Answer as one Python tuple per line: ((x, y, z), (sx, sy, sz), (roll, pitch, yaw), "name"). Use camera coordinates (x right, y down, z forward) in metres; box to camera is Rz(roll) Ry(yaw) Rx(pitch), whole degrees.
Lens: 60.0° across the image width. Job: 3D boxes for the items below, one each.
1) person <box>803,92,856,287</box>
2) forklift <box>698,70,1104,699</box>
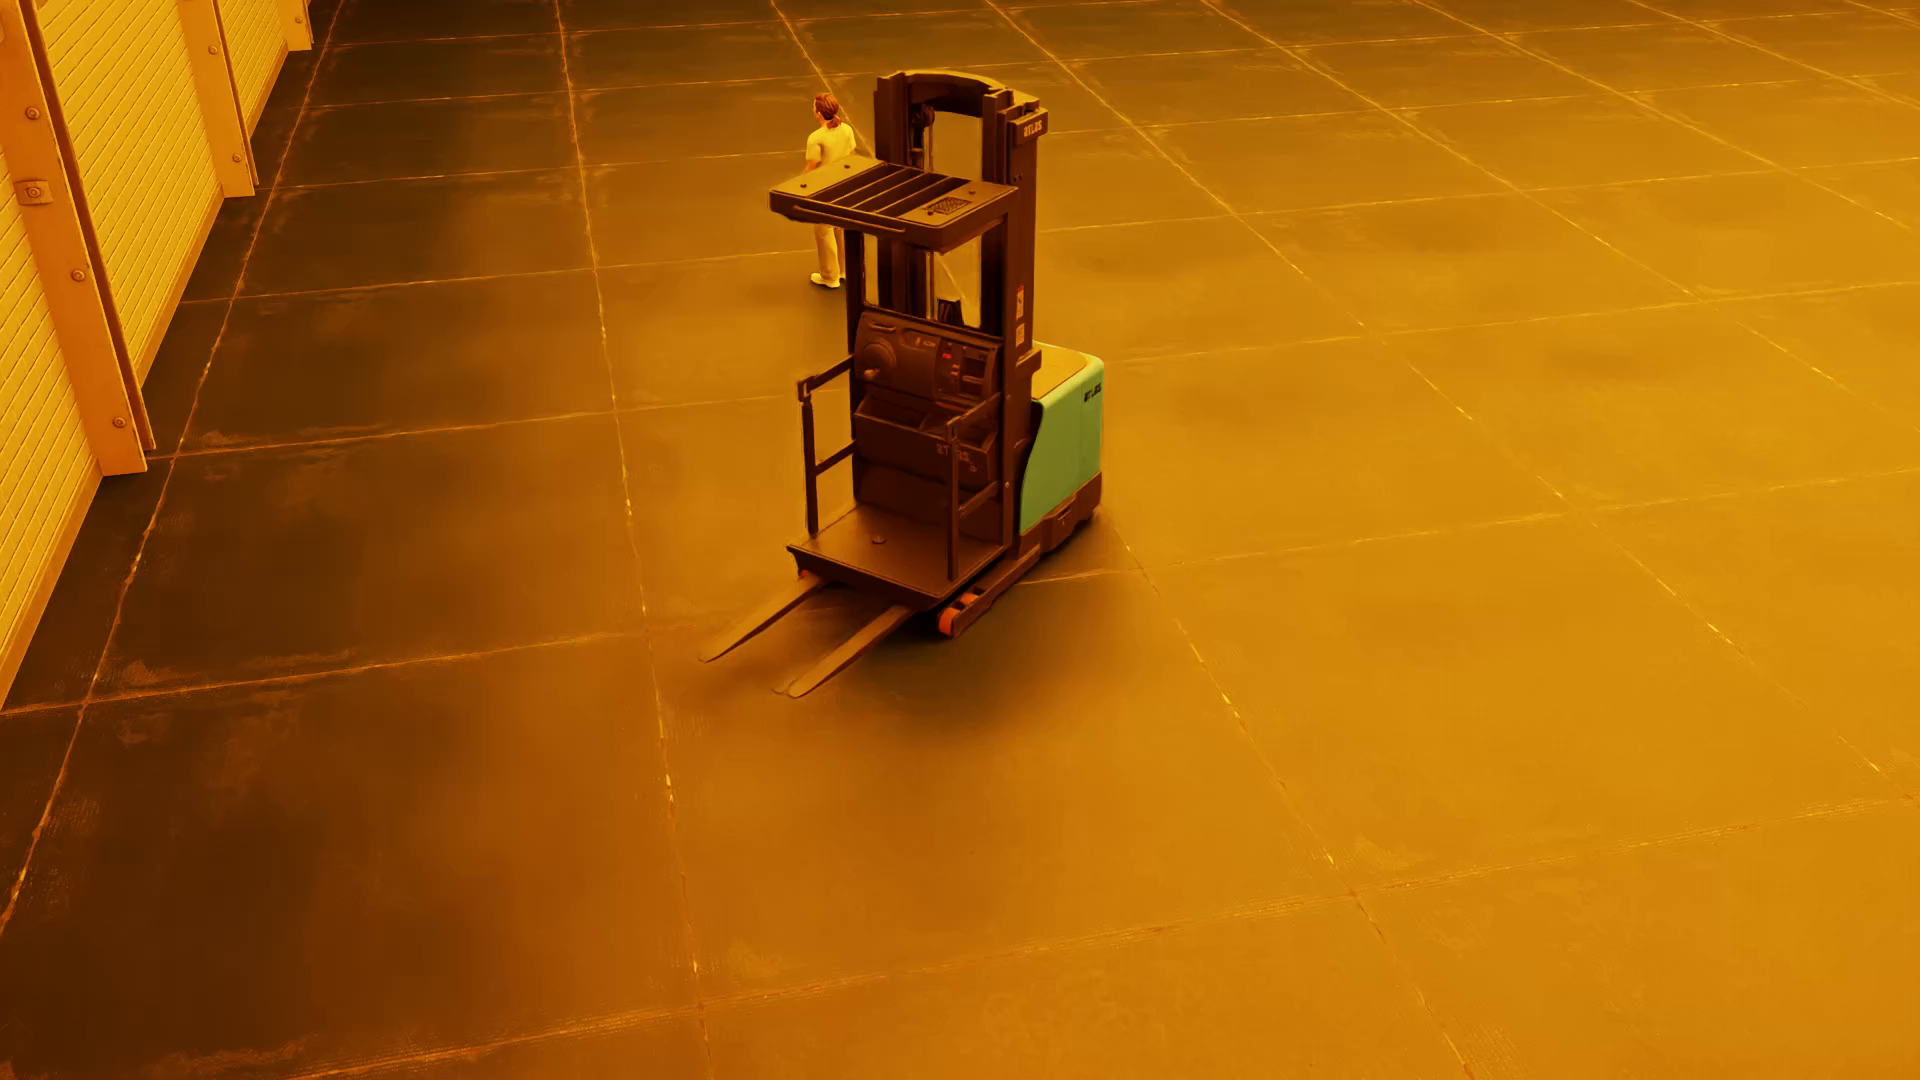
((-1.129, -2.927, 13.880), (0.547, 1.666, 0.548), (-23, 37, -34), "person")
((-0.312, -0.982, 9.270), (1.130, 2.935, 3.031), (18, 35, 28), "forklift")
